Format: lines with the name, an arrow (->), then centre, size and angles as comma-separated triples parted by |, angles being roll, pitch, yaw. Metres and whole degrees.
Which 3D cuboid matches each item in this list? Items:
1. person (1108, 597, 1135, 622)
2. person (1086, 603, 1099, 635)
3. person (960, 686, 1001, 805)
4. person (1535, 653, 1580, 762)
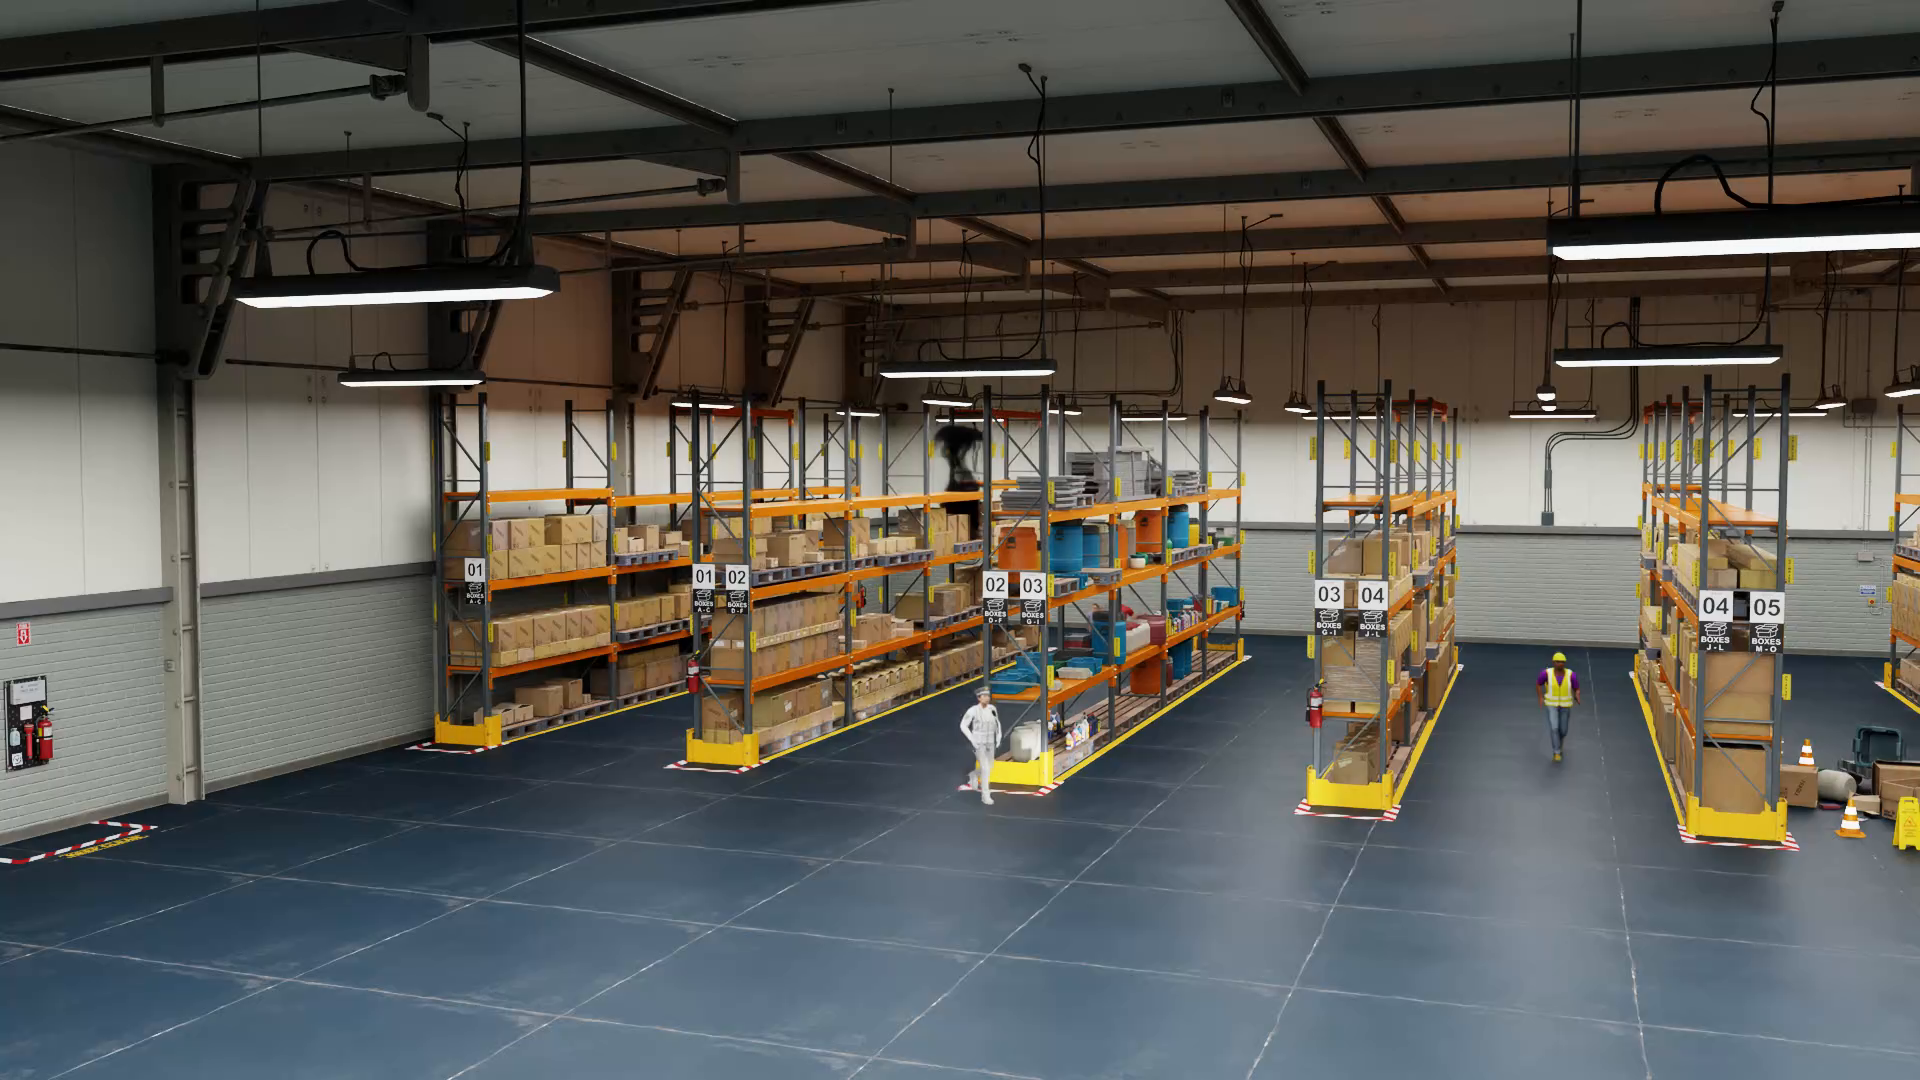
person -> 3.648, 2.125, 38.017 | 0.673, 1.743, 0.971 | 1, 3, 25
person -> 3.105, 2.225, 37.259 | 0.605, 1.663, 0.973 | 1, 3, 17
person -> 0.295, 2.918, 23.854 | 0.643, 1.686, 0.714 | -2, 4, -32
person -> 9.748, 2.699, 27.137 | 0.679, 1.747, 0.846 | 1, 3, 12
